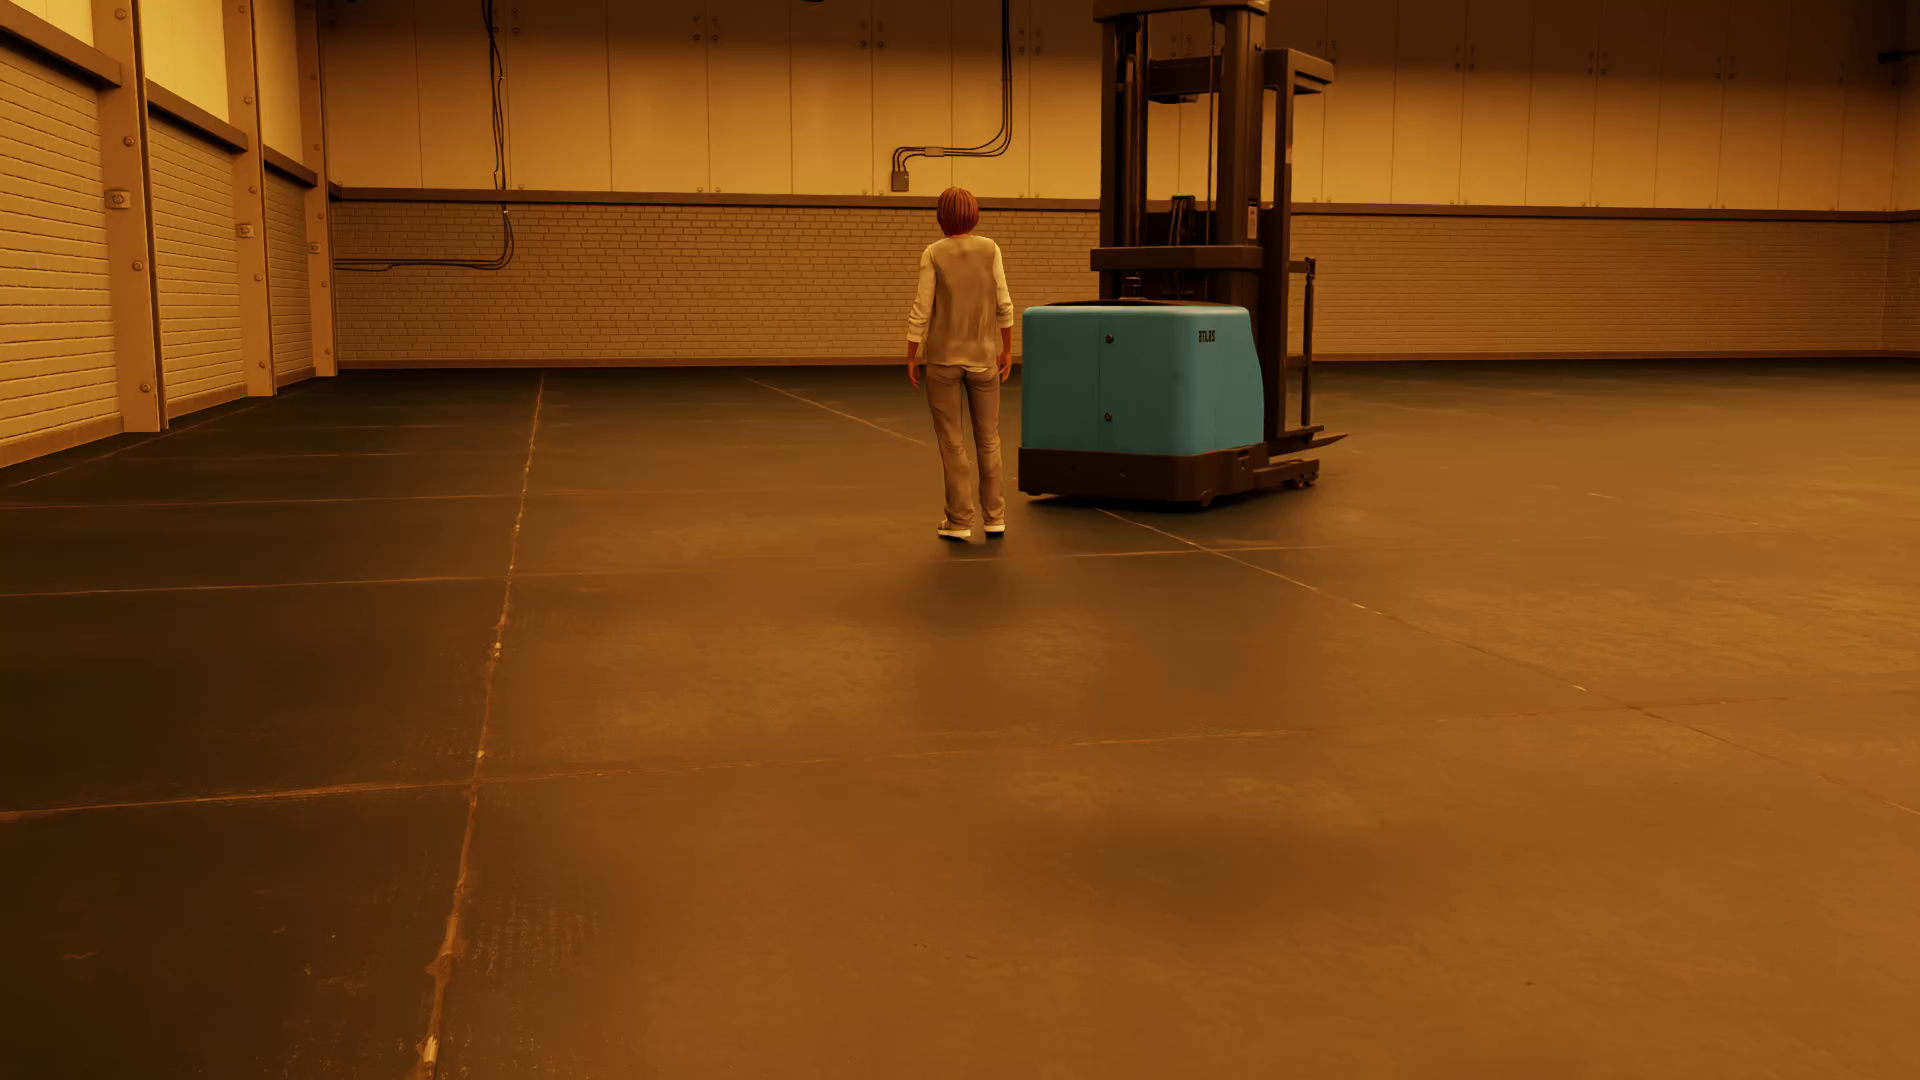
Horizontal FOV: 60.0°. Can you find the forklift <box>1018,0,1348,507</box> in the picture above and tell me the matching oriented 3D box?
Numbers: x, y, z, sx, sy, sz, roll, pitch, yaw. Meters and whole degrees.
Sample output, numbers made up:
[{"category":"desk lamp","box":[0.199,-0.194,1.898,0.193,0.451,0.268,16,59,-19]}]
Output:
[{"category":"forklift","box":[1.522,-1.787,9.898,1.130,2.935,3.031,5,9,31]}]

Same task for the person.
[{"category":"person","box":[-0.004,-0.809,7.671,0.520,1.599,0.473,-2,8,-13]}]
